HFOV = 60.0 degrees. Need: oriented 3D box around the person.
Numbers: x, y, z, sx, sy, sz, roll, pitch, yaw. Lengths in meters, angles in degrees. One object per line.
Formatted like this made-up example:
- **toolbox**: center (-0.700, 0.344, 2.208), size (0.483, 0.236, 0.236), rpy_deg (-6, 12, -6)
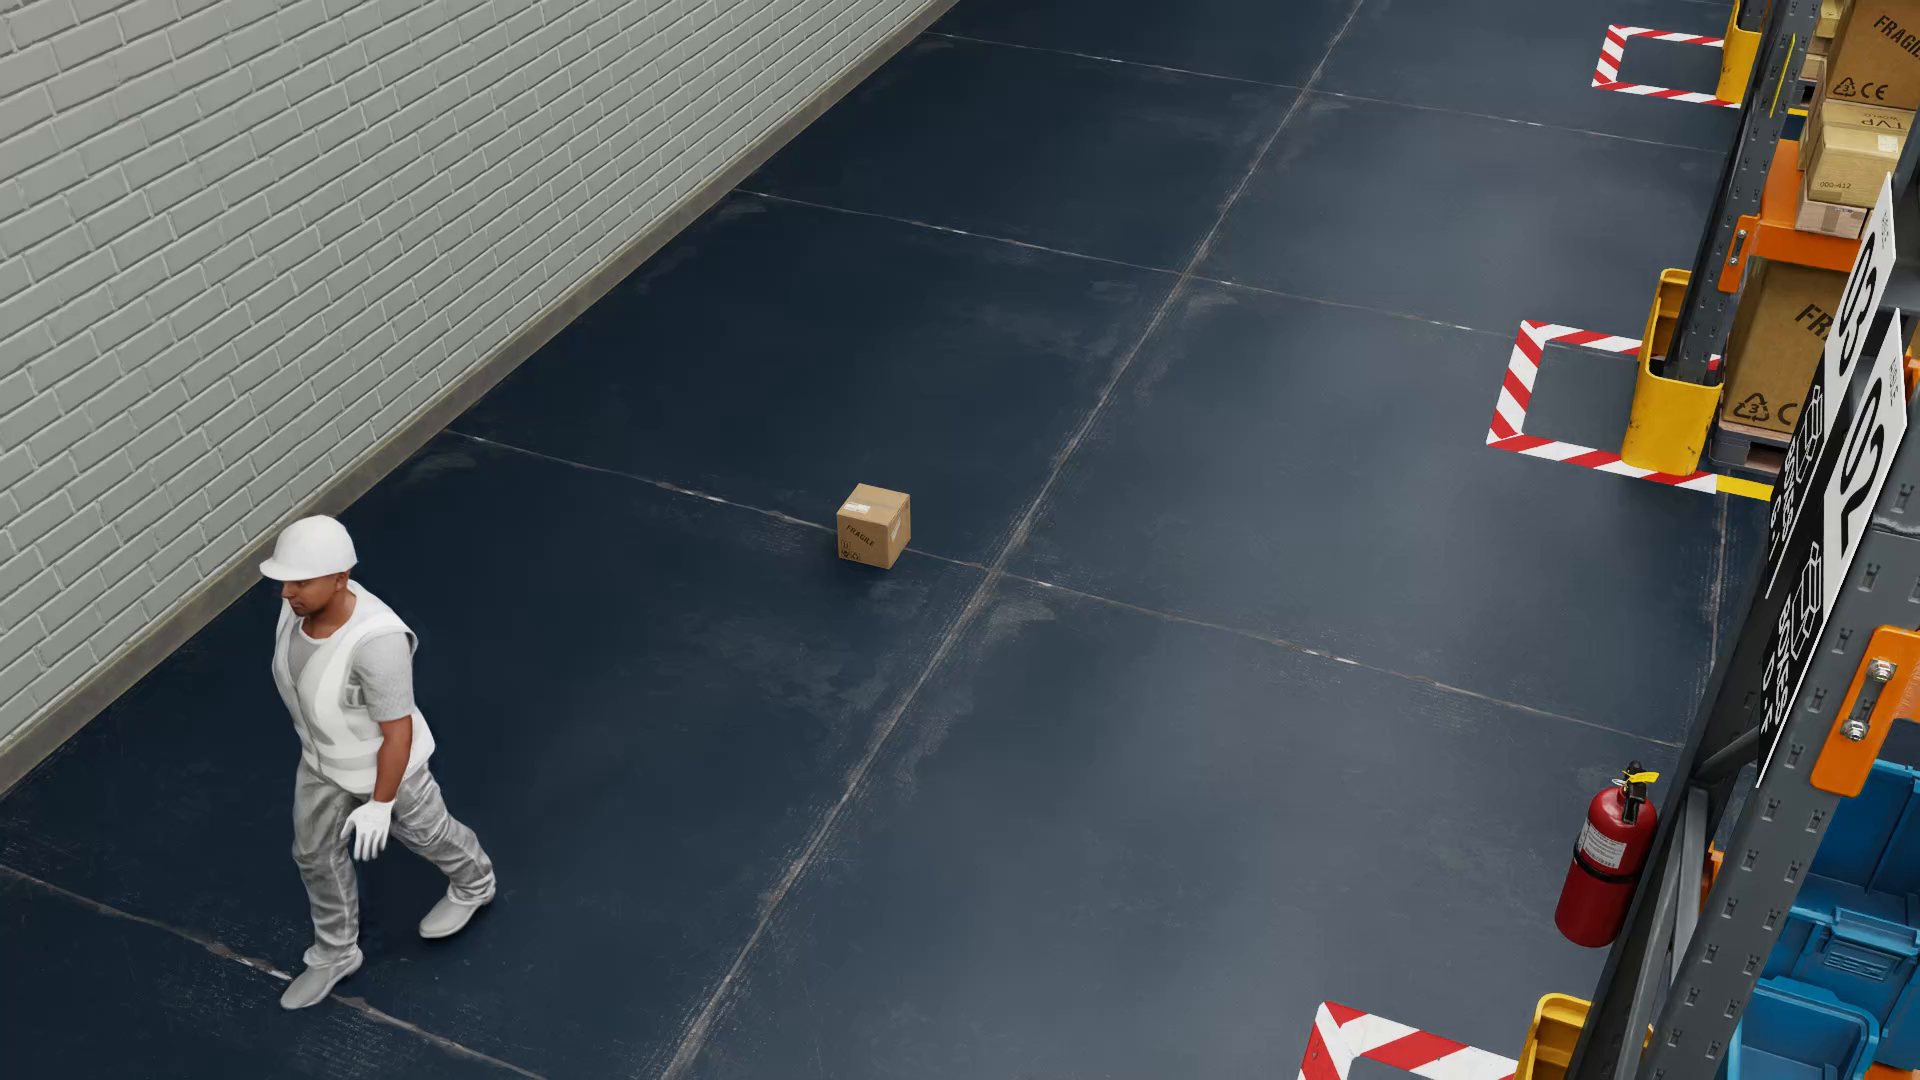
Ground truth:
- **person**: center (-1.911, 0.730, 5.178), size (0.603, 1.818, 0.755), rpy_deg (24, 43, 29)
